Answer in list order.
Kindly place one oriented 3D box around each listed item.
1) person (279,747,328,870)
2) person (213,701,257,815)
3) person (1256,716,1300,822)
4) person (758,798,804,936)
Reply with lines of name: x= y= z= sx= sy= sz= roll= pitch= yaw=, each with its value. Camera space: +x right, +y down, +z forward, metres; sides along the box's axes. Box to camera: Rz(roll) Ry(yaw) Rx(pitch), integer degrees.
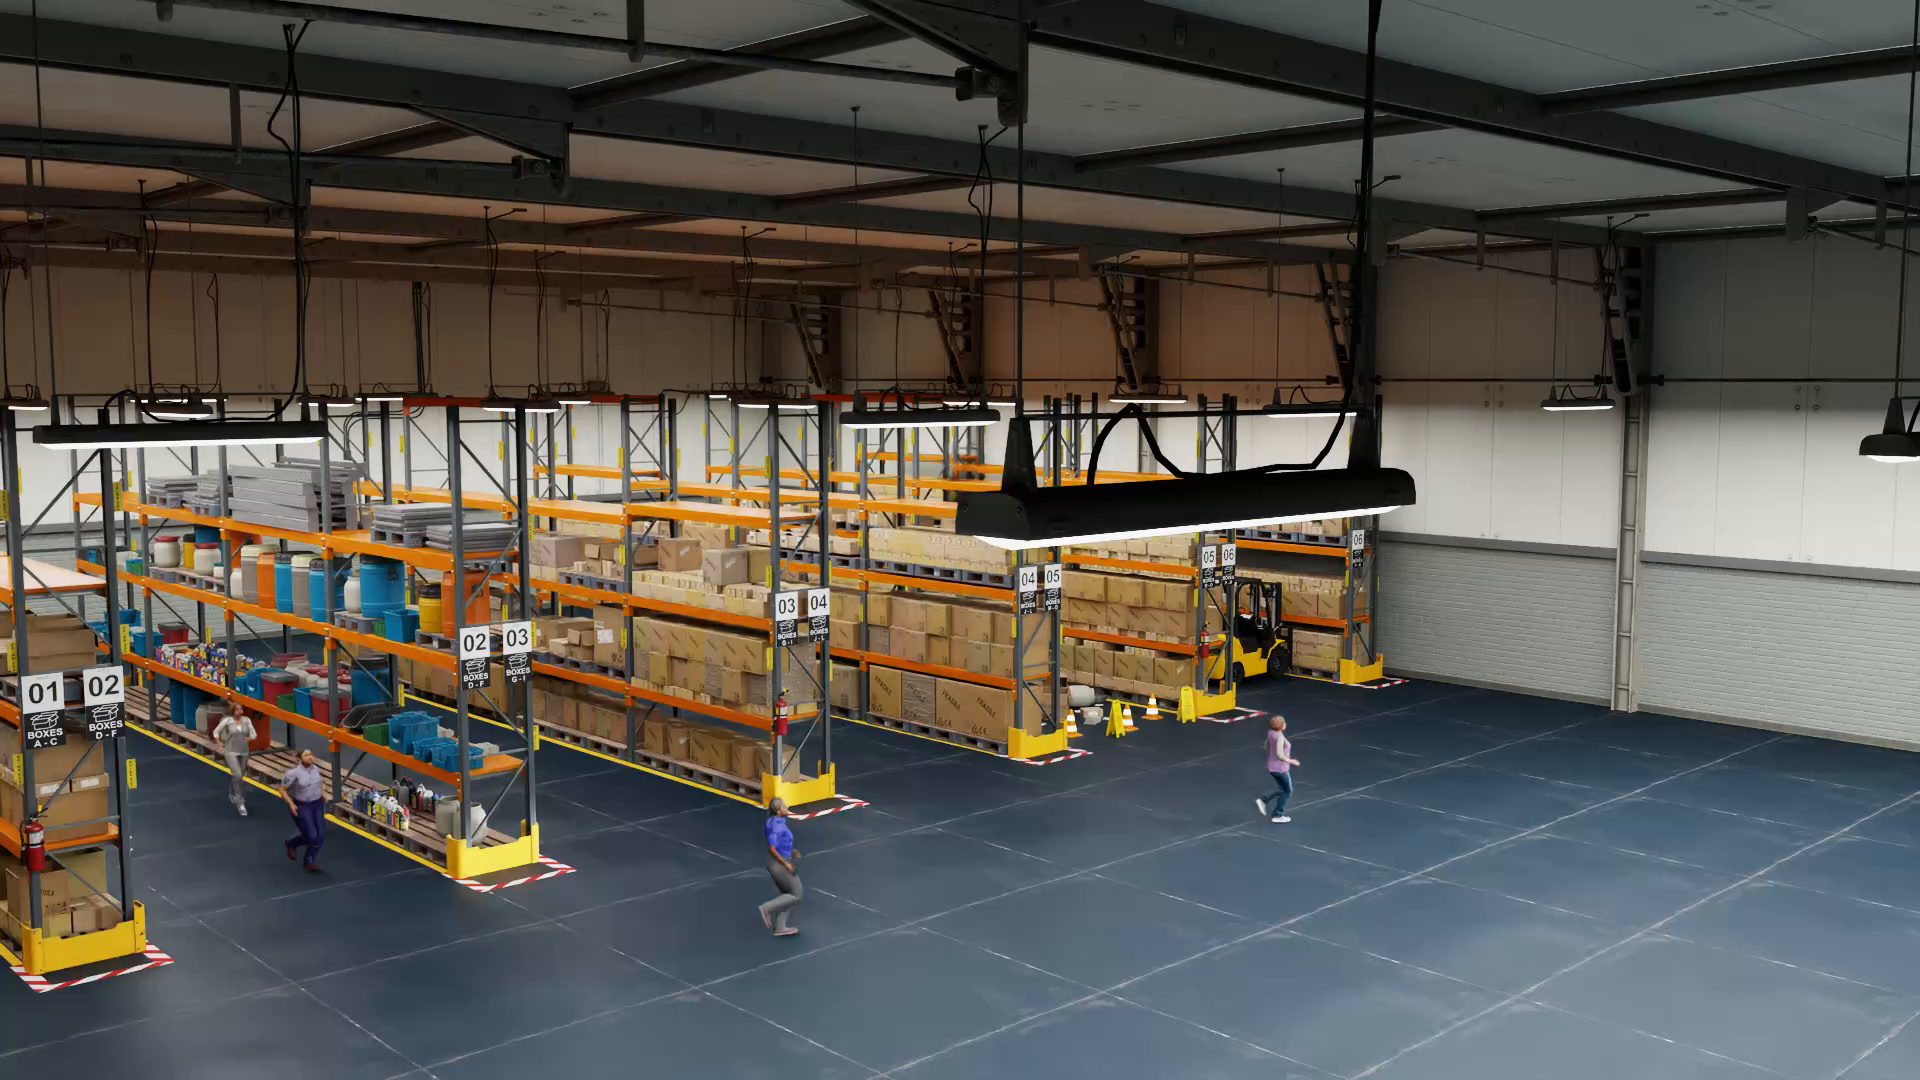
person: x=-8.427 y=3.465 z=21.467 sx=0.551 sy=1.593 sz=0.607 roll=3 pitch=6 yaw=31
person: x=-10.584 y=3.160 z=24.365 sx=0.776 sy=1.616 sz=0.531 roll=5 pitch=8 yaw=43
person: x=4.531 y=3.267 z=23.721 sx=0.556 sy=1.549 sz=0.533 roll=-1 pitch=6 yaw=-9
person: x=-2.050 y=3.713 z=18.903 sx=0.551 sy=1.599 sz=0.589 roll=-2 pitch=6 yaw=-20
